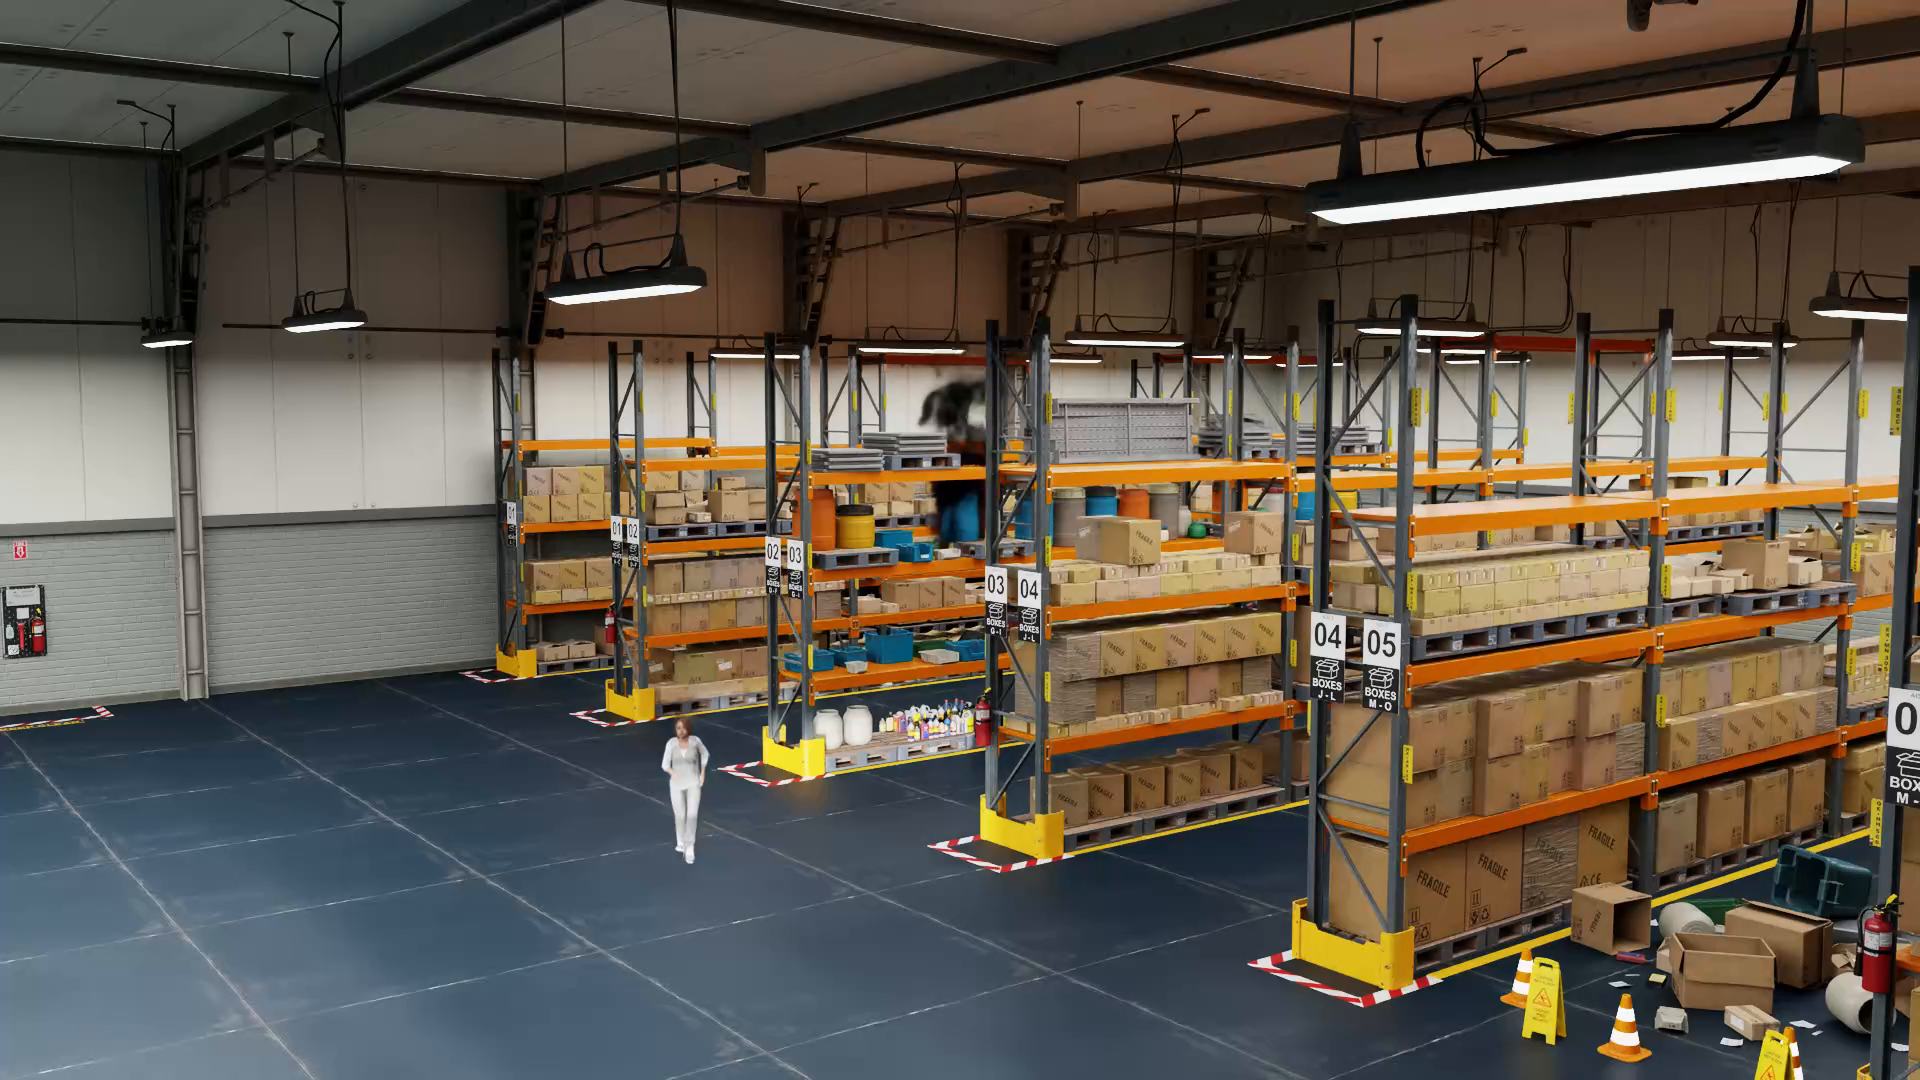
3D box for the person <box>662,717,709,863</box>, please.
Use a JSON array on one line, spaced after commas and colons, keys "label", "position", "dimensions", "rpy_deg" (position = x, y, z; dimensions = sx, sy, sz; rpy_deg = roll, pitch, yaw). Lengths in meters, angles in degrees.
[{"label": "person", "position": [-3.051, 2.758, 18.454], "dimensions": [0.491, 1.613, 0.699], "rpy_deg": [0, 5, -3]}]
